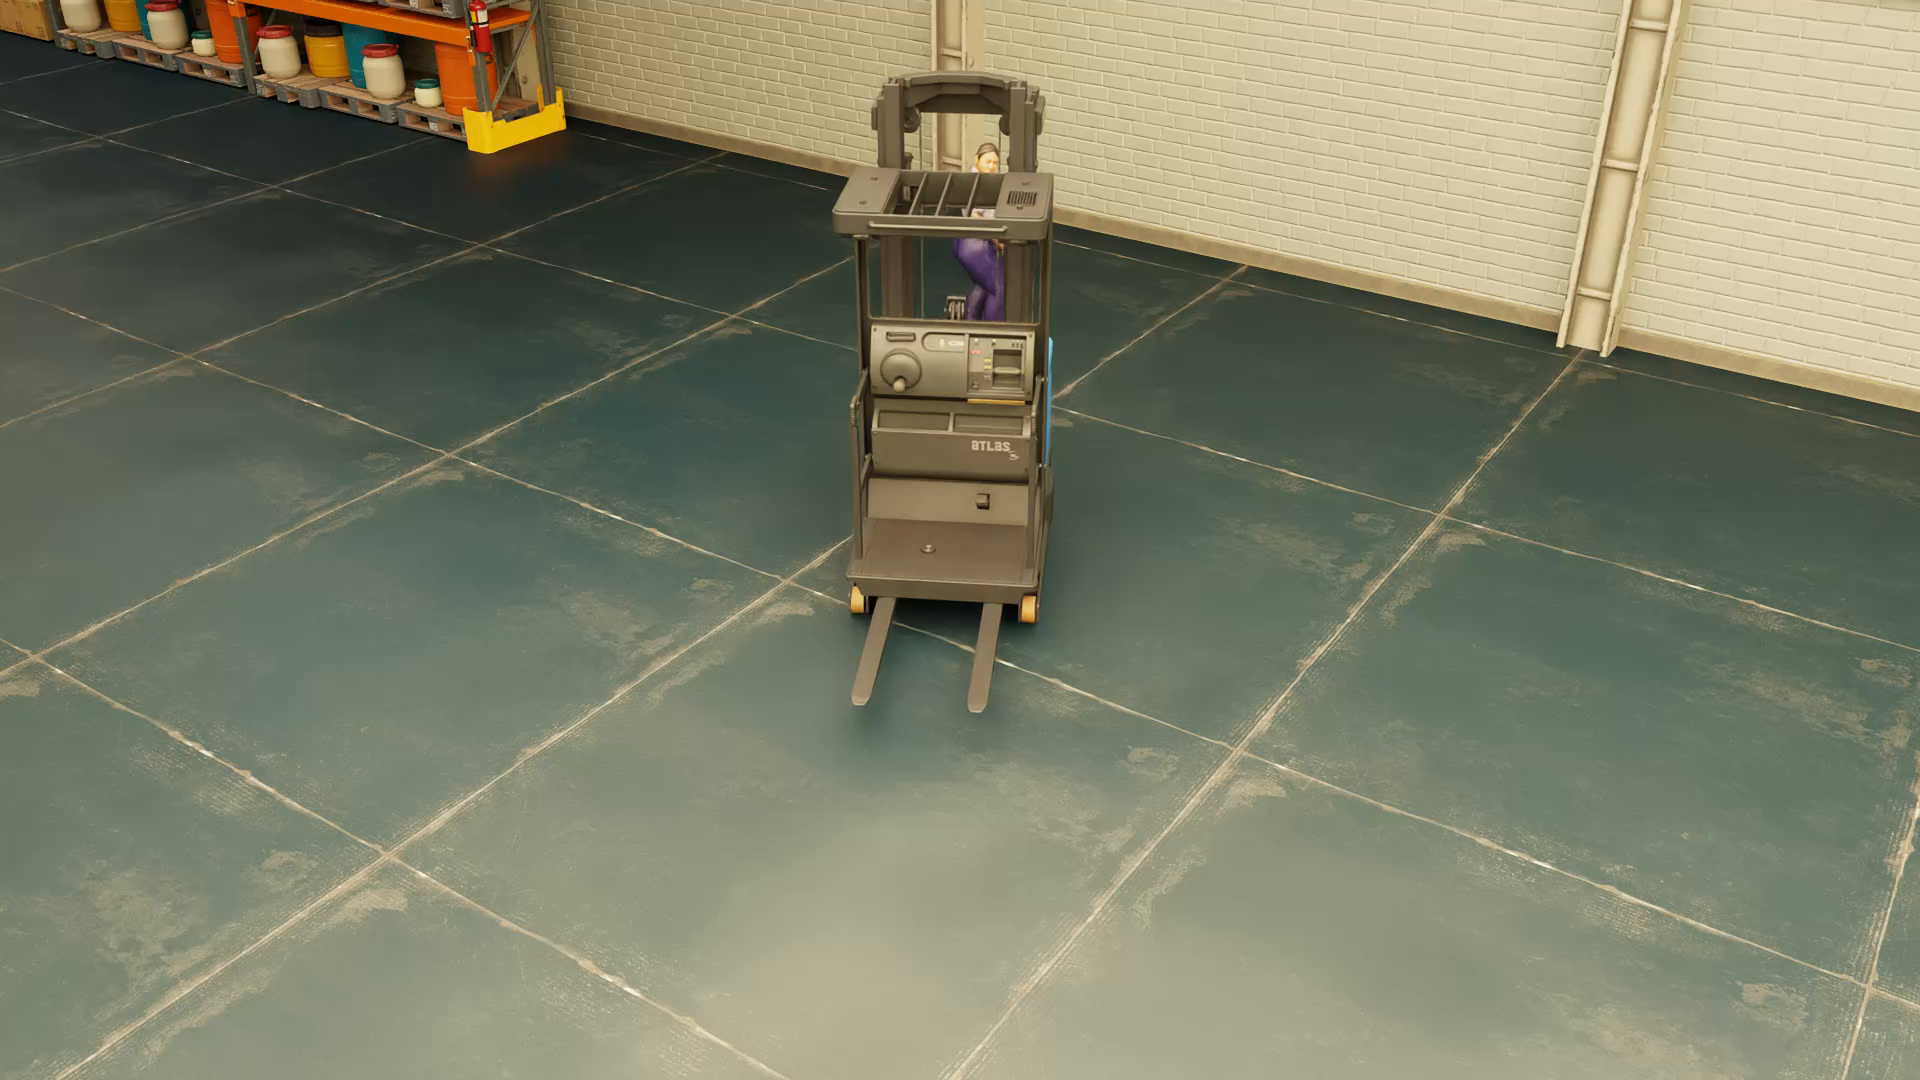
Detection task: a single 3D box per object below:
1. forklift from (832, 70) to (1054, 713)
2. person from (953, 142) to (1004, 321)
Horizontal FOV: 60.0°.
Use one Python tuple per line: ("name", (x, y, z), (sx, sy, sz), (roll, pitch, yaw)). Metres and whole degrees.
("forklift", (-0.064, -0.963, 9.239), (1.130, 2.935, 3.031), (3, 30, 5))
("person", (0.192, -2.259, 12.802), (0.492, 1.614, 0.685), (-5, 30, -8))
